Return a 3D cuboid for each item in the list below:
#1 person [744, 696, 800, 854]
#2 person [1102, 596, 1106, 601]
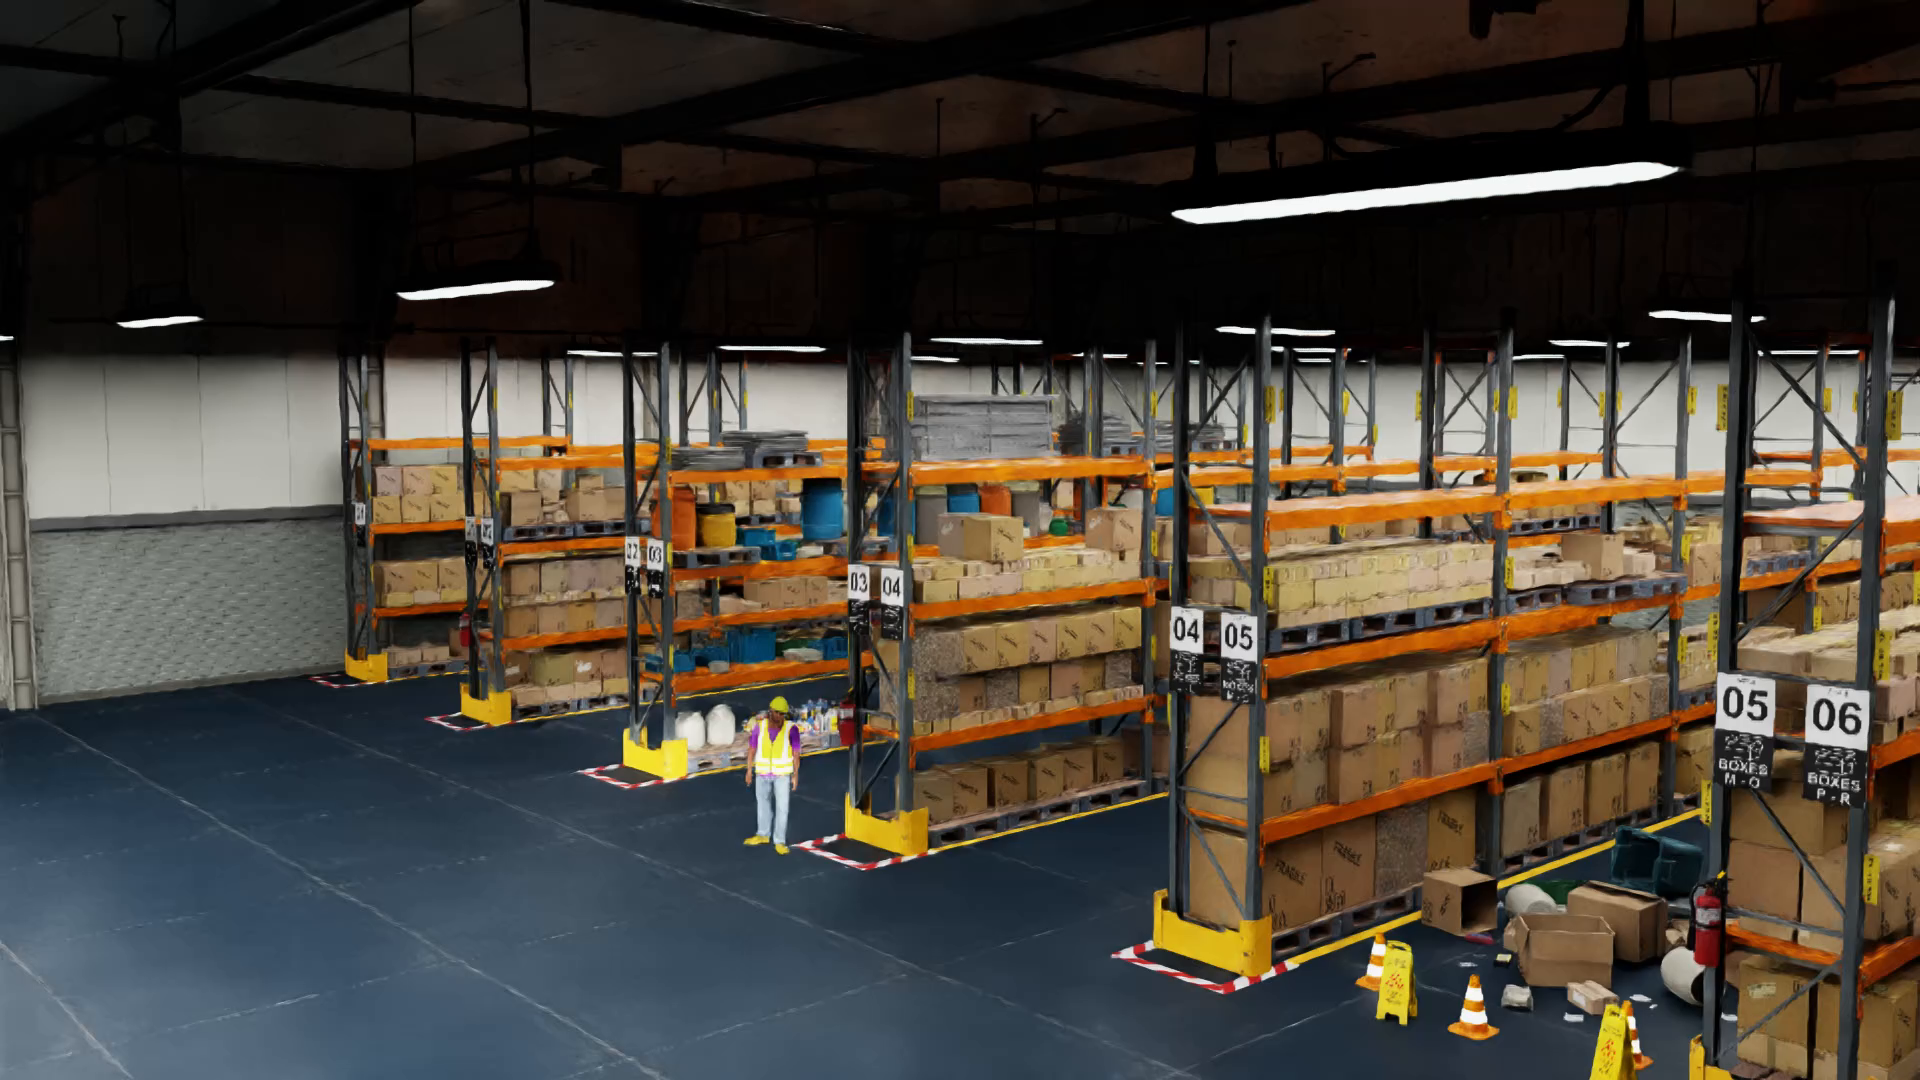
[{"bbox_3d":[-2.136,2.621,18.753,0.673,1.757,0.493,1,5,7],"label":"person"},{"bbox_3d":[2.678,1.324,33.208,1.128,1.709,0.550,-5,7,-44],"label":"person"}]
